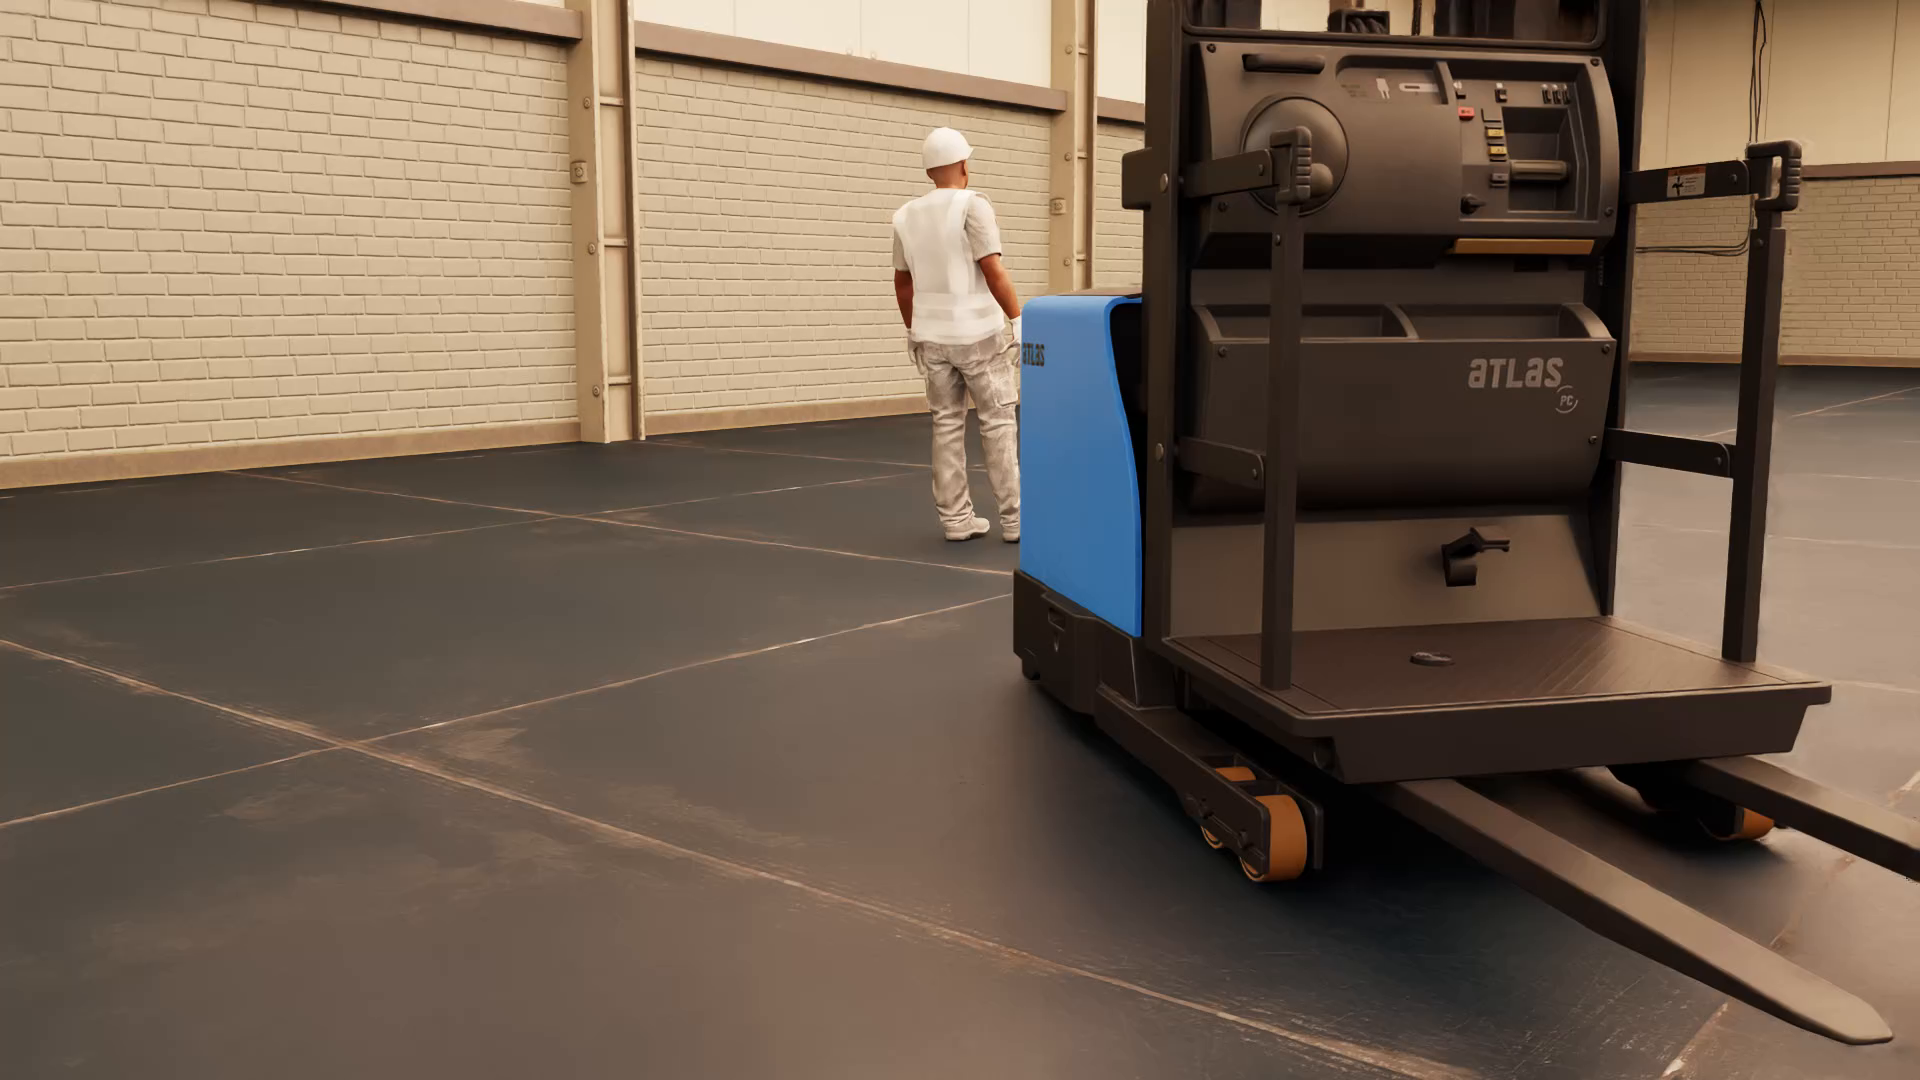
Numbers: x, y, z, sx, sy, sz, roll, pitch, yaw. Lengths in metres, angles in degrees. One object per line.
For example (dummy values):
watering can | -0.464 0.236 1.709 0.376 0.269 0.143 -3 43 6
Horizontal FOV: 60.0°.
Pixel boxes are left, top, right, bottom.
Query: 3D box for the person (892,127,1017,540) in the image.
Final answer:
person | 0.052 -0.897 7.326 0.656 1.785 0.574 7 11 38

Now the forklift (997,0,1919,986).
forklift | 0.955 -0.901 3.438 1.130 2.935 3.031 -2 9 -13
